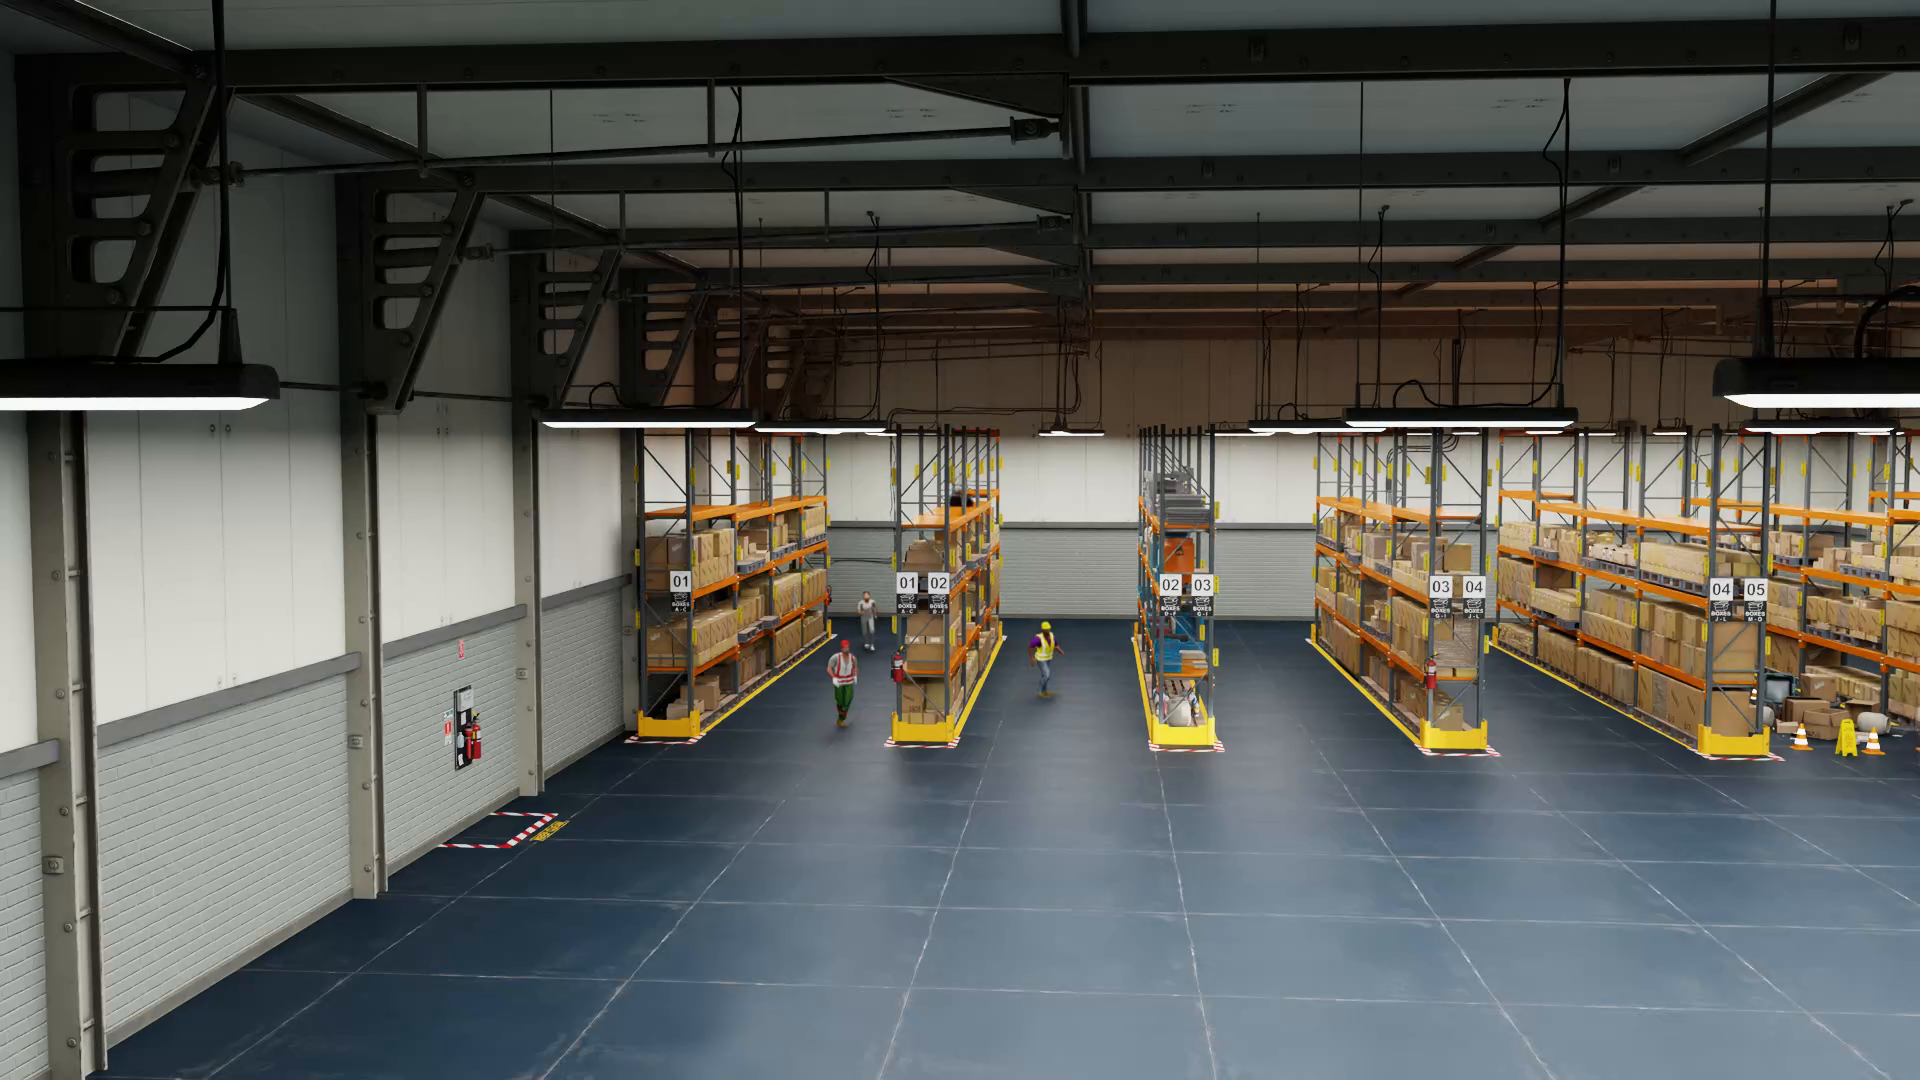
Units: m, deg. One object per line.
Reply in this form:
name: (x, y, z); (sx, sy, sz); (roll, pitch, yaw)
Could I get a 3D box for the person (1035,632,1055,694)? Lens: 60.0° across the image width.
person: (1.851, 2.714, 36.921); (0.546, 1.389, 0.607); (-3, 5, -44)

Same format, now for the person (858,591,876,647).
person: (-2.509, 2.122, 44.893); (0.510, 1.512, 0.918); (0, 3, -5)

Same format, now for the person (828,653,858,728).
person: (-2.345, 2.971, 33.210); (0.626, 1.478, 0.572); (-1, 4, -16)
